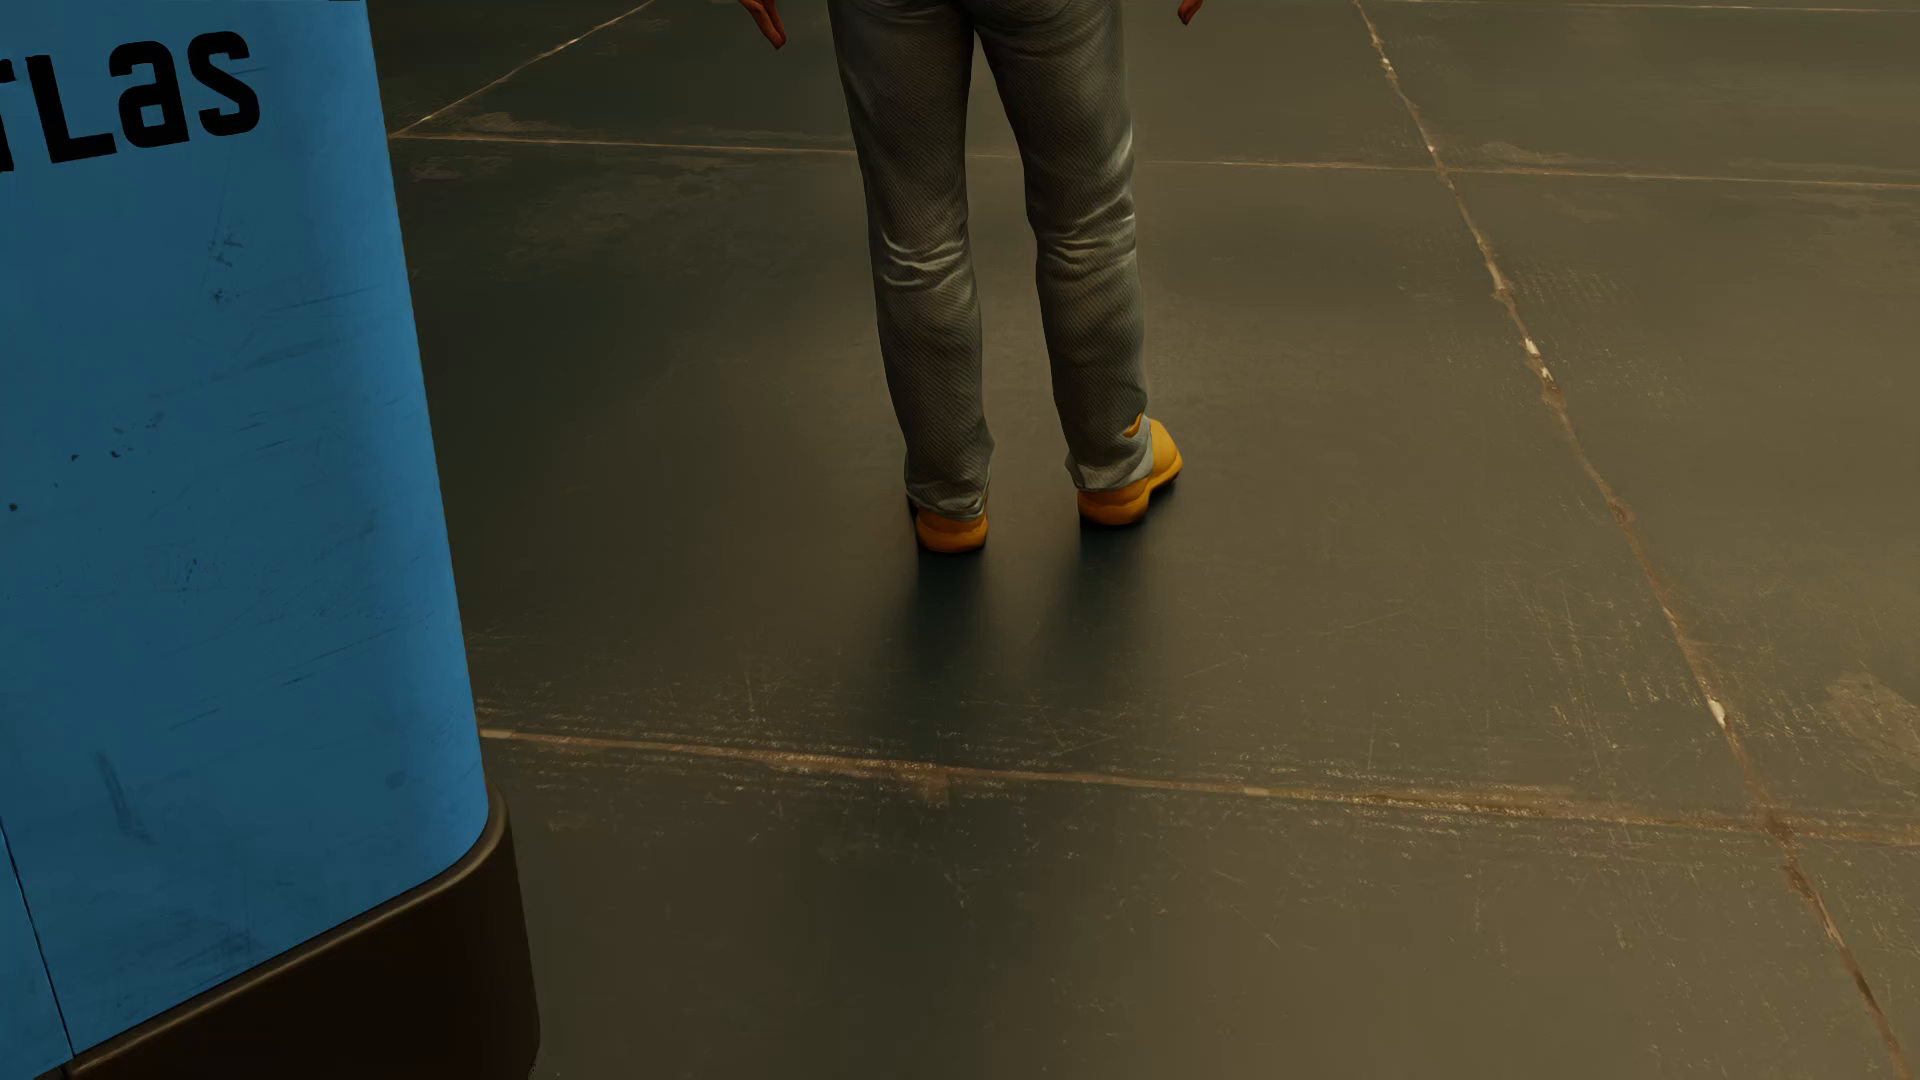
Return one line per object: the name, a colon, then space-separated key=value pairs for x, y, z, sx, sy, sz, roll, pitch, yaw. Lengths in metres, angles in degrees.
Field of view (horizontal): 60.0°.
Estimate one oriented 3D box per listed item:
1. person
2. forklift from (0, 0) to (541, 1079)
person: x=0.014 y=-0.828 z=2.165 sx=0.665 sy=1.769 sz=0.574 roll=3 pitch=27 yaw=7
forklift: x=-1.756 y=-0.481 z=0.180 sx=1.130 sy=2.935 sz=3.031 roll=24 pitch=35 yaw=39
